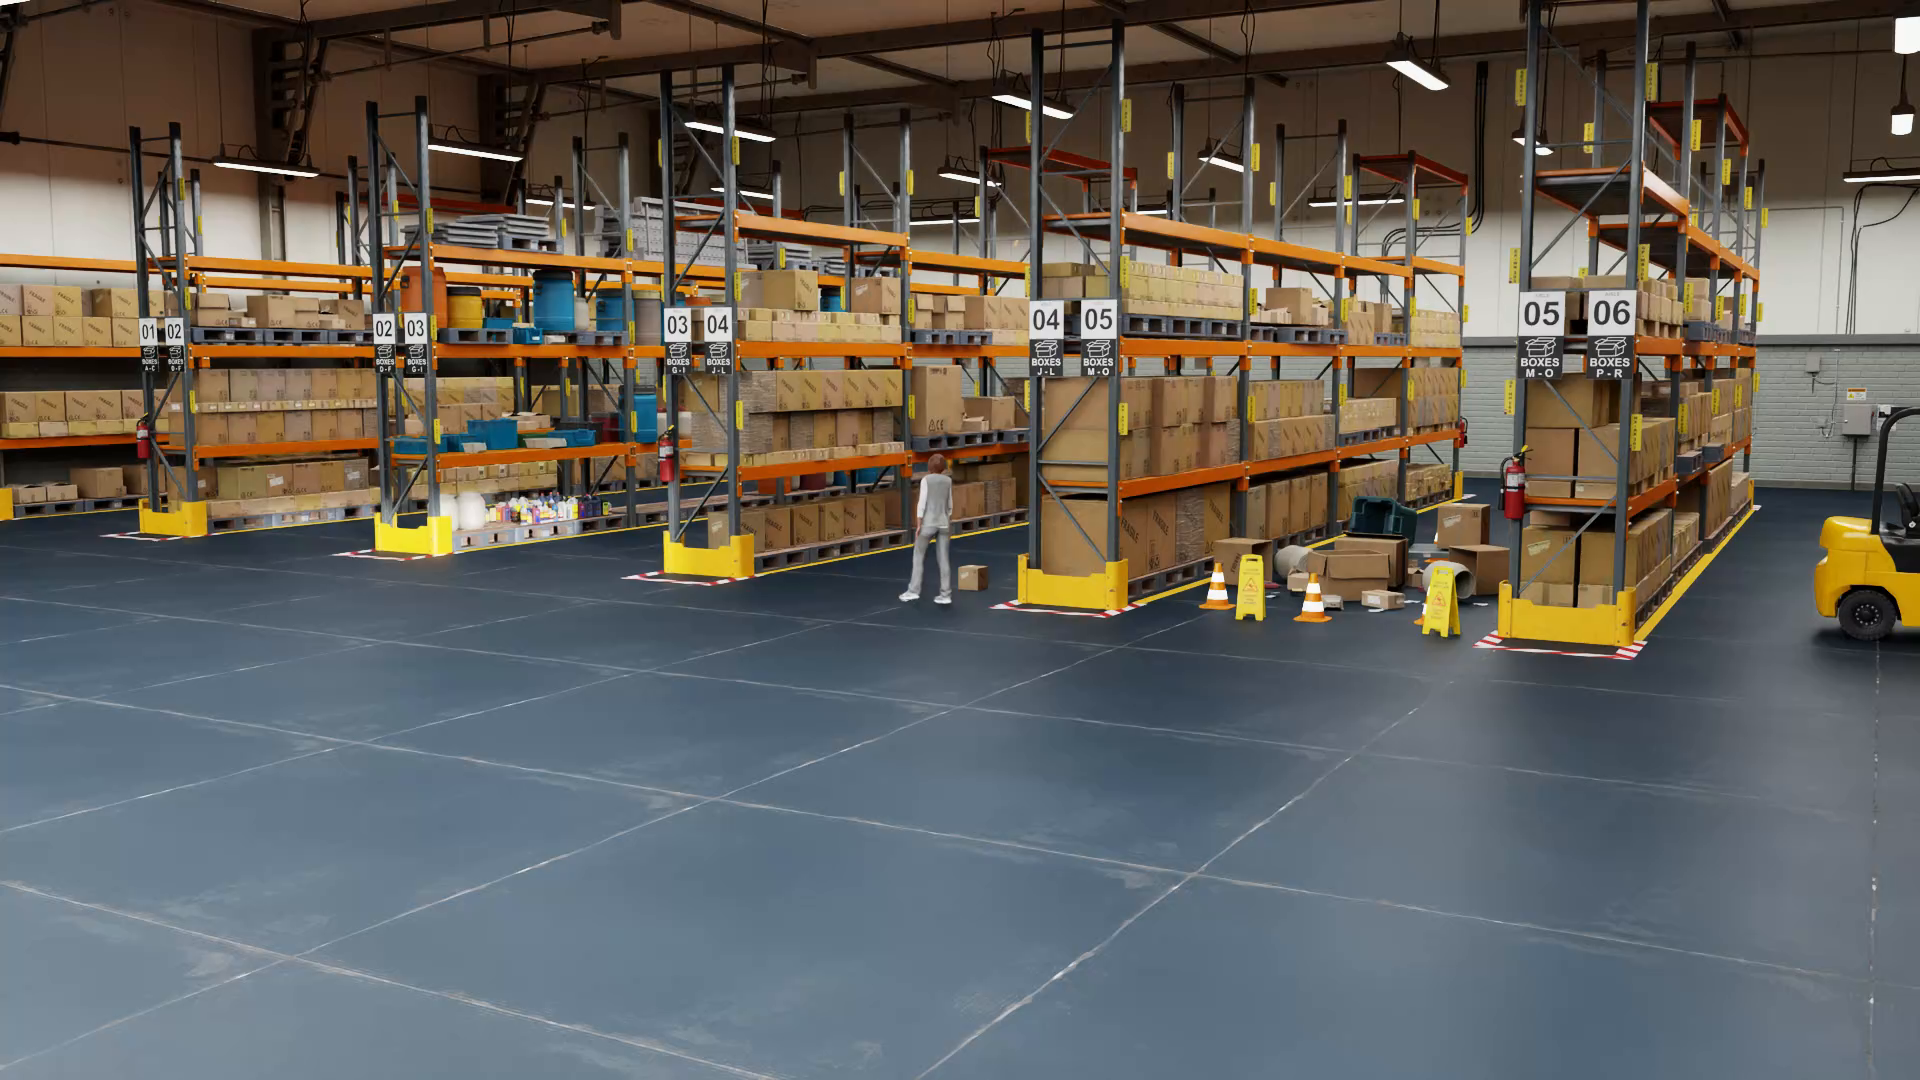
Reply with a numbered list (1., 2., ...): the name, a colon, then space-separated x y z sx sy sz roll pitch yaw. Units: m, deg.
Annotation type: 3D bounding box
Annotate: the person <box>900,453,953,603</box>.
1. person: -0.305 -0.127 17.659 0.486 1.581 0.663 -3 7 -25
